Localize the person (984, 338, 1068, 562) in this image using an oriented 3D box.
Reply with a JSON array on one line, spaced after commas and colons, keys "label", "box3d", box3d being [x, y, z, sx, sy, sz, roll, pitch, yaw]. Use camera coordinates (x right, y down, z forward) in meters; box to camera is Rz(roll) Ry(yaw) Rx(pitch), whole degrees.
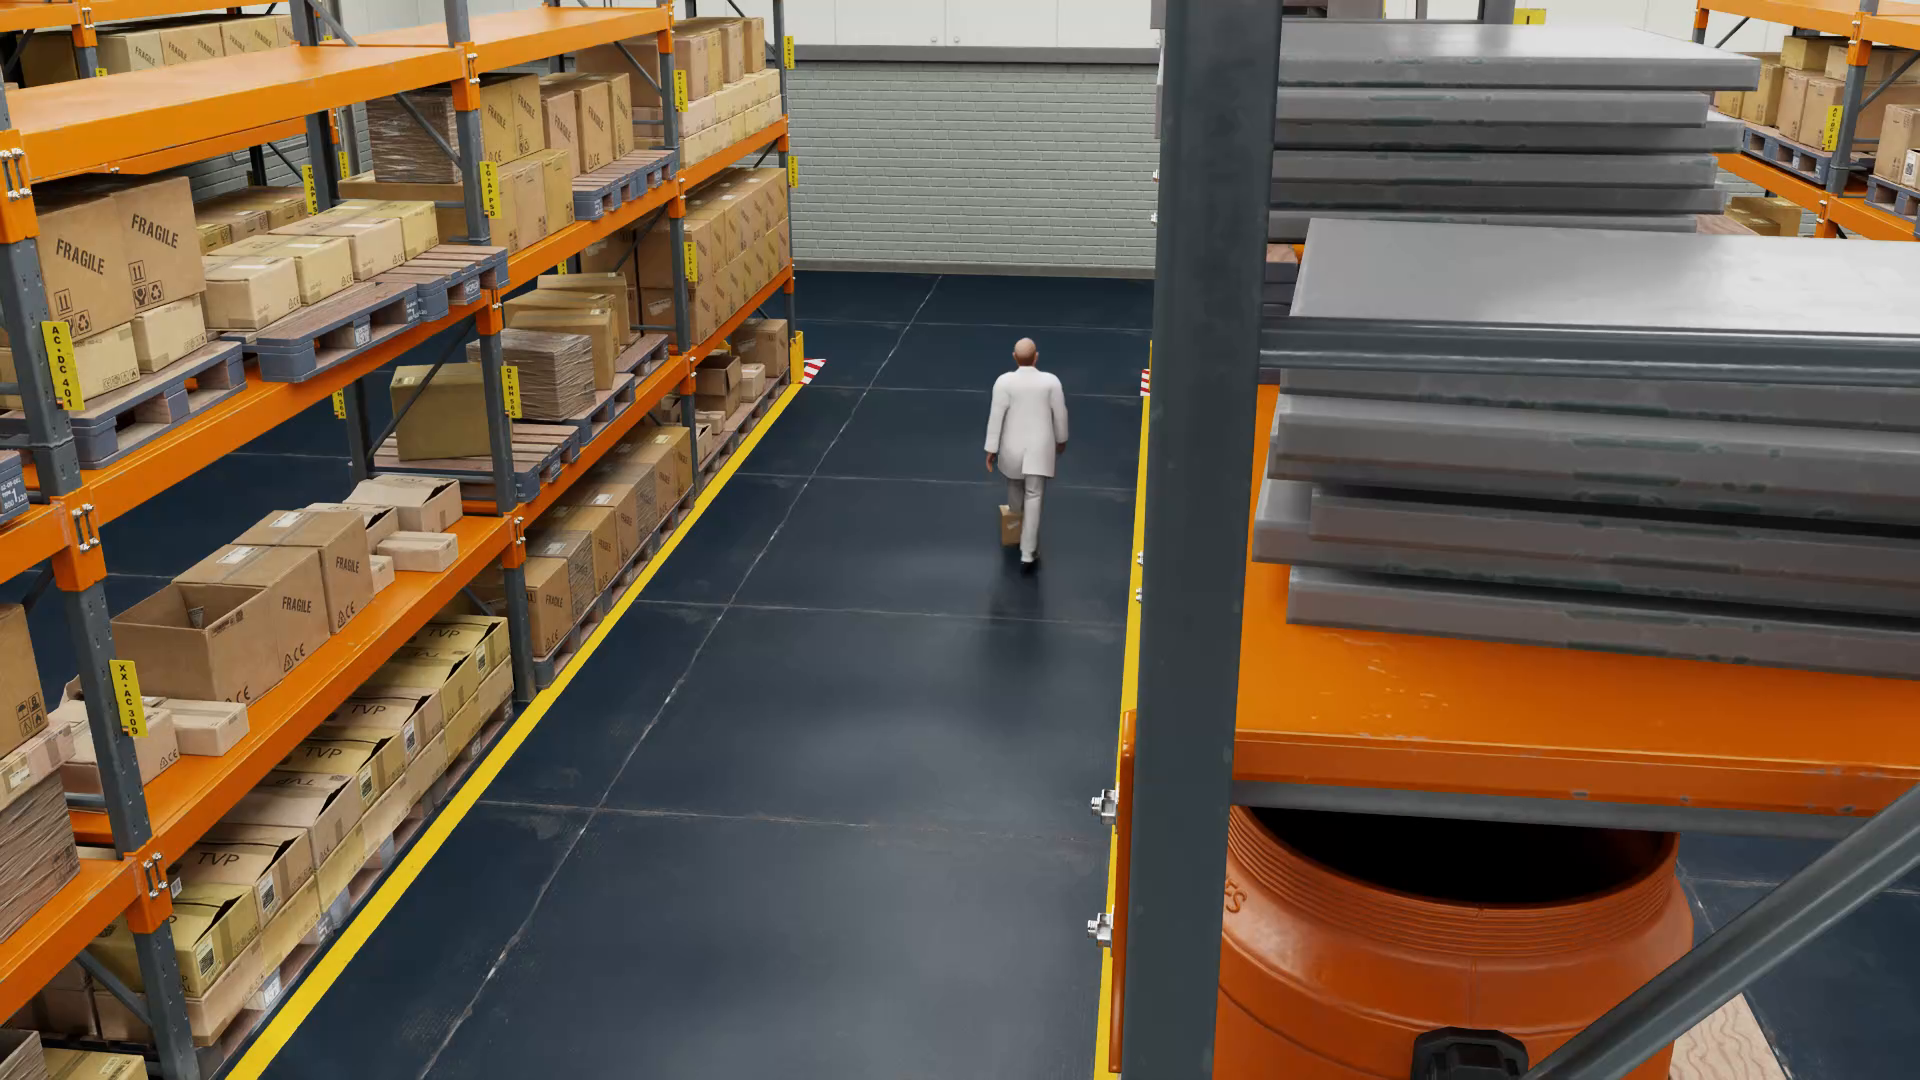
[{"label": "person", "box3d": [0.526, -0.755, 13.105, 0.643, 1.723, 1.164, 2, 21, 6]}]
